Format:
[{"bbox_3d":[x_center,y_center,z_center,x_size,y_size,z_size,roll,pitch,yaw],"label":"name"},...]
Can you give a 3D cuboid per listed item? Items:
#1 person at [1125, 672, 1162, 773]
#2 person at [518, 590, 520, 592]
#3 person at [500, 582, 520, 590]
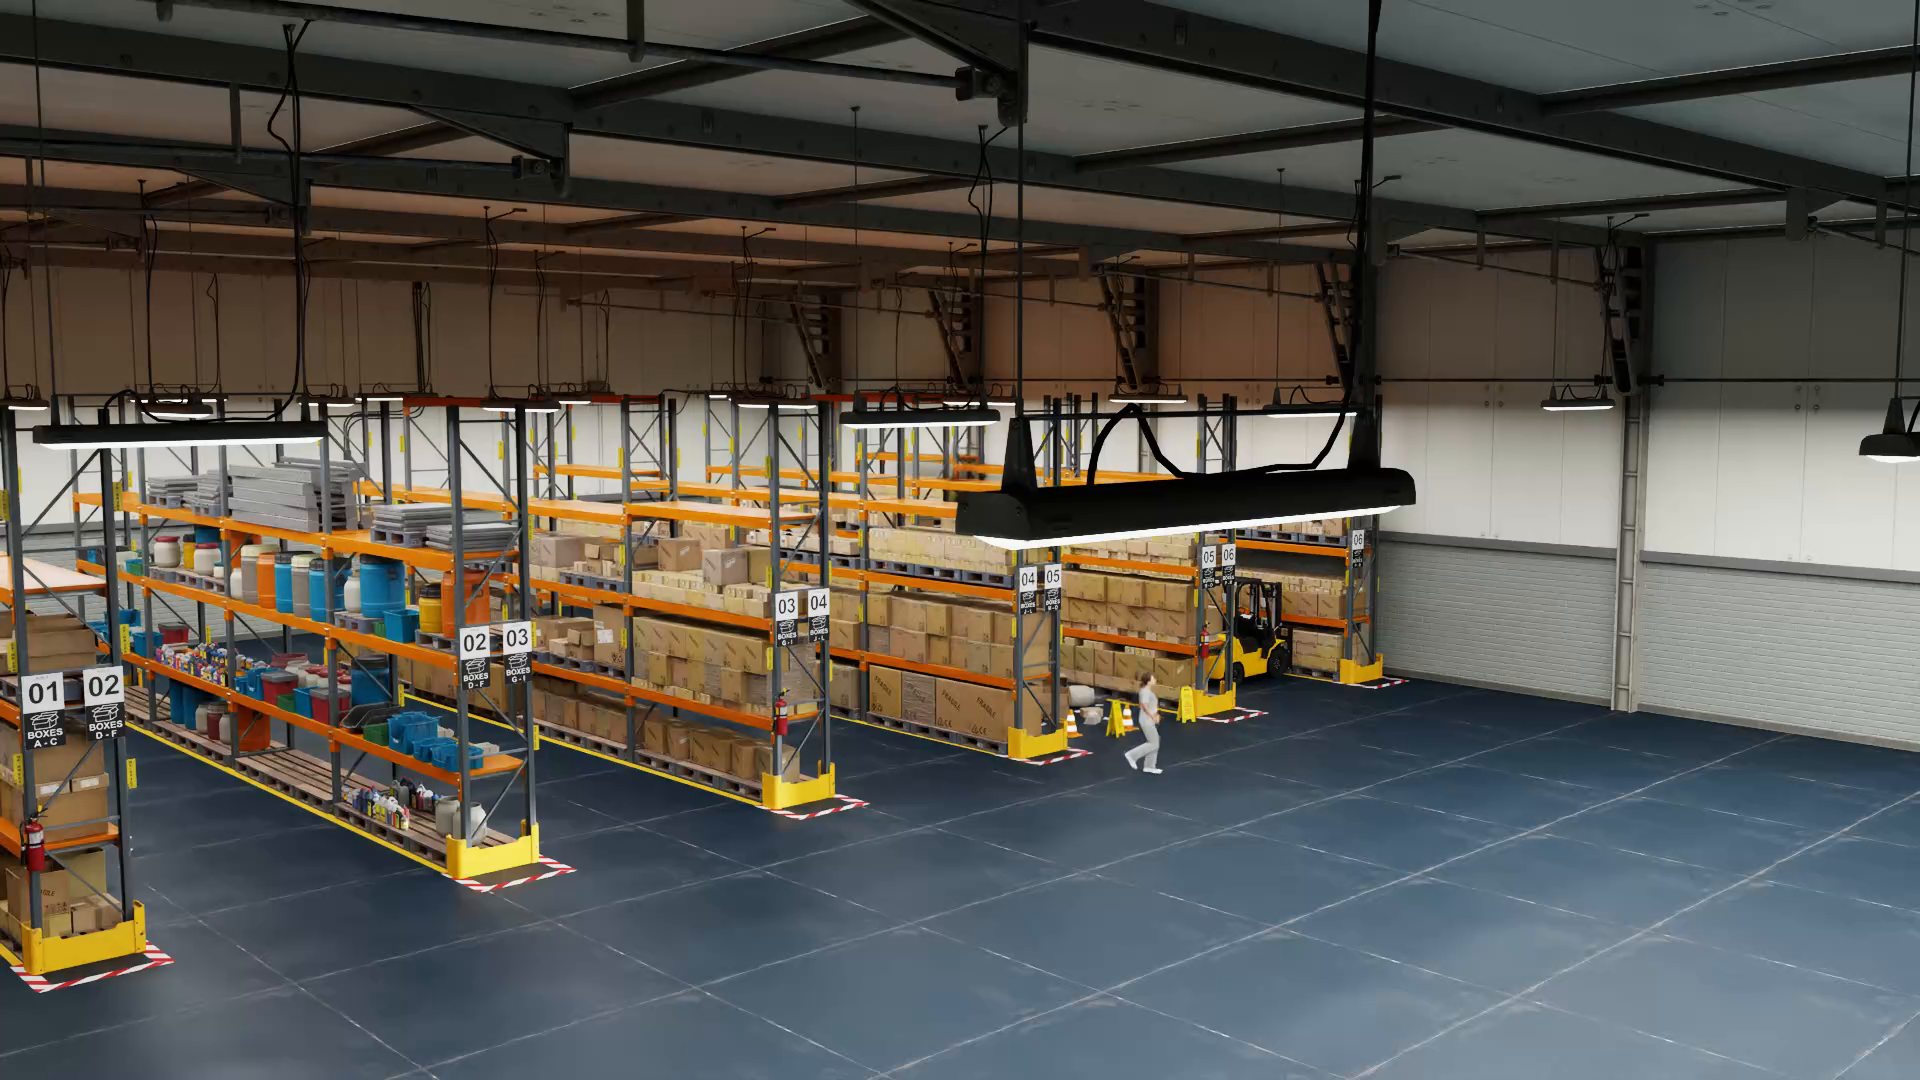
[{"bbox_3d":[2.958,2.936,26.777,0.615,1.649,0.586,0,6,0],"label":"person"},{"bbox_3d":[-9.930,1.929,37.475,0.599,1.627,0.705,-4,7,-36],"label":"person"},{"bbox_3d":[-11.018,1.600,40.290,0.772,1.733,0.787,-4,7,-36],"label":"person"}]
